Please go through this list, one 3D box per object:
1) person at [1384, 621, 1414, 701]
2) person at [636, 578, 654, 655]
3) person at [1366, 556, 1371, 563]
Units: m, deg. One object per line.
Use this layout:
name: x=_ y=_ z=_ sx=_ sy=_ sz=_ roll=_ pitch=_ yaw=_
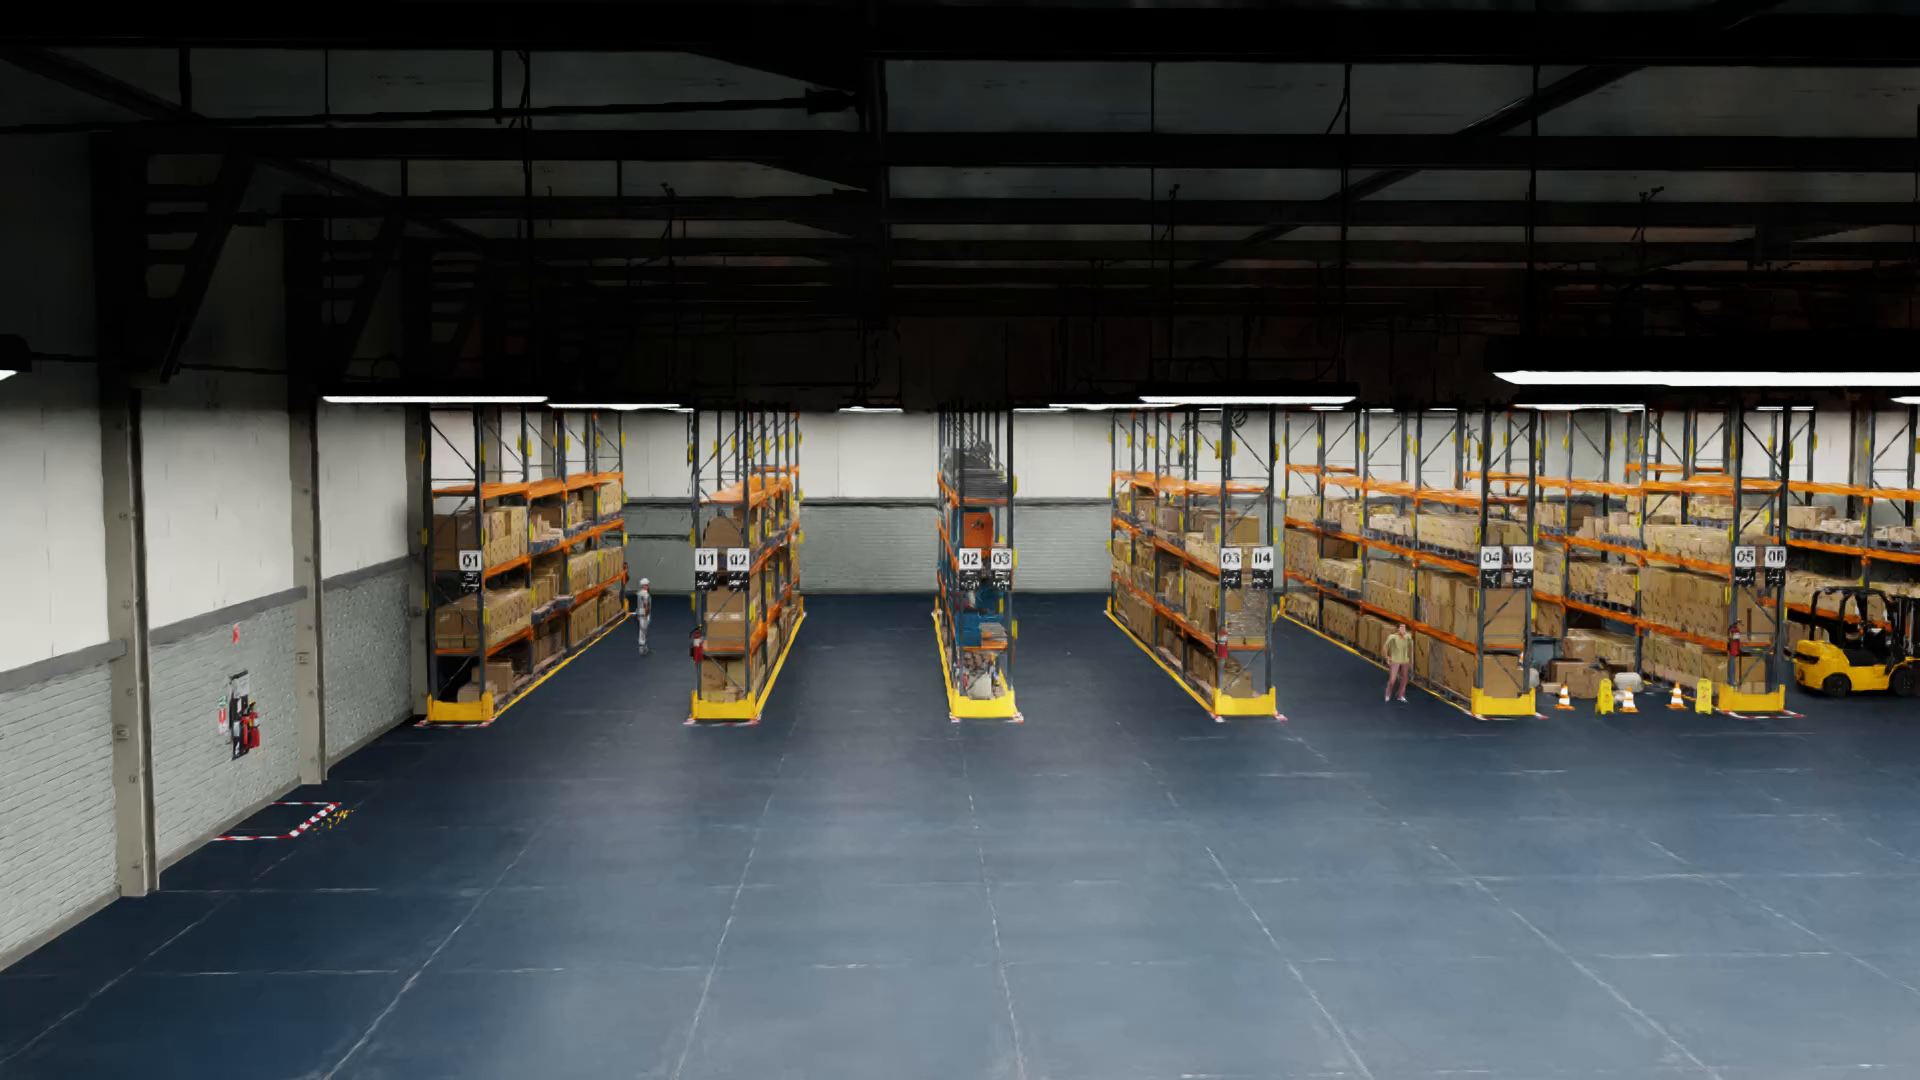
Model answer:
person: x=8.728 y=2.410 z=33.078 sx=0.598 sy=1.619 sz=0.507 roll=0 pitch=4 yaw=-4
person: x=-7.473 y=1.804 z=39.584 sx=0.462 sy=1.794 sz=0.625 roll=-2 pitch=5 yaw=-27
person: x=11.422 y=1.308 z=46.753 sx=0.494 sy=1.713 sz=0.578 roll=2 pitch=5 yaw=29
